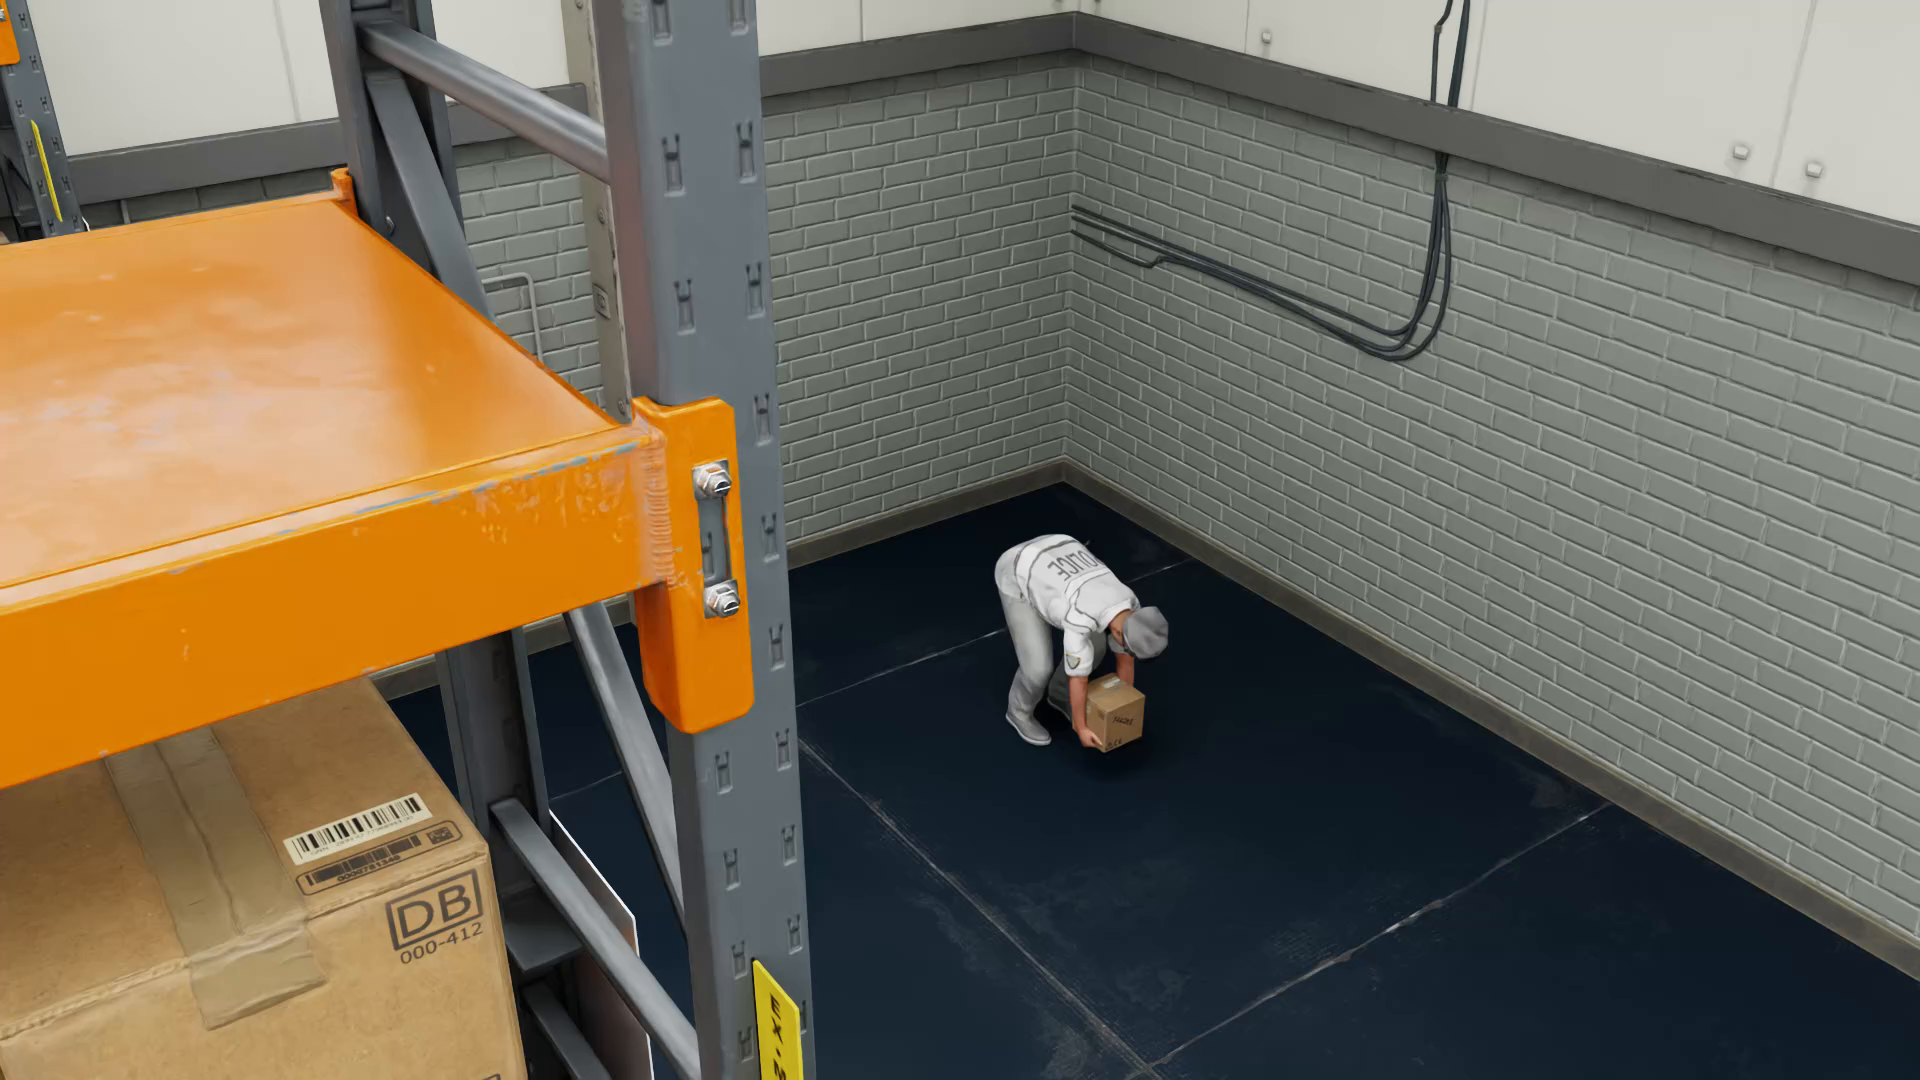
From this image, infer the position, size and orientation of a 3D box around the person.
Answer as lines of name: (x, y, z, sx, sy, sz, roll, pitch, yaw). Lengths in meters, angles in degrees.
person: (0.599, 0.566, 8.290, 0.517, 1.069, 1.042, -20, 34, -33)
